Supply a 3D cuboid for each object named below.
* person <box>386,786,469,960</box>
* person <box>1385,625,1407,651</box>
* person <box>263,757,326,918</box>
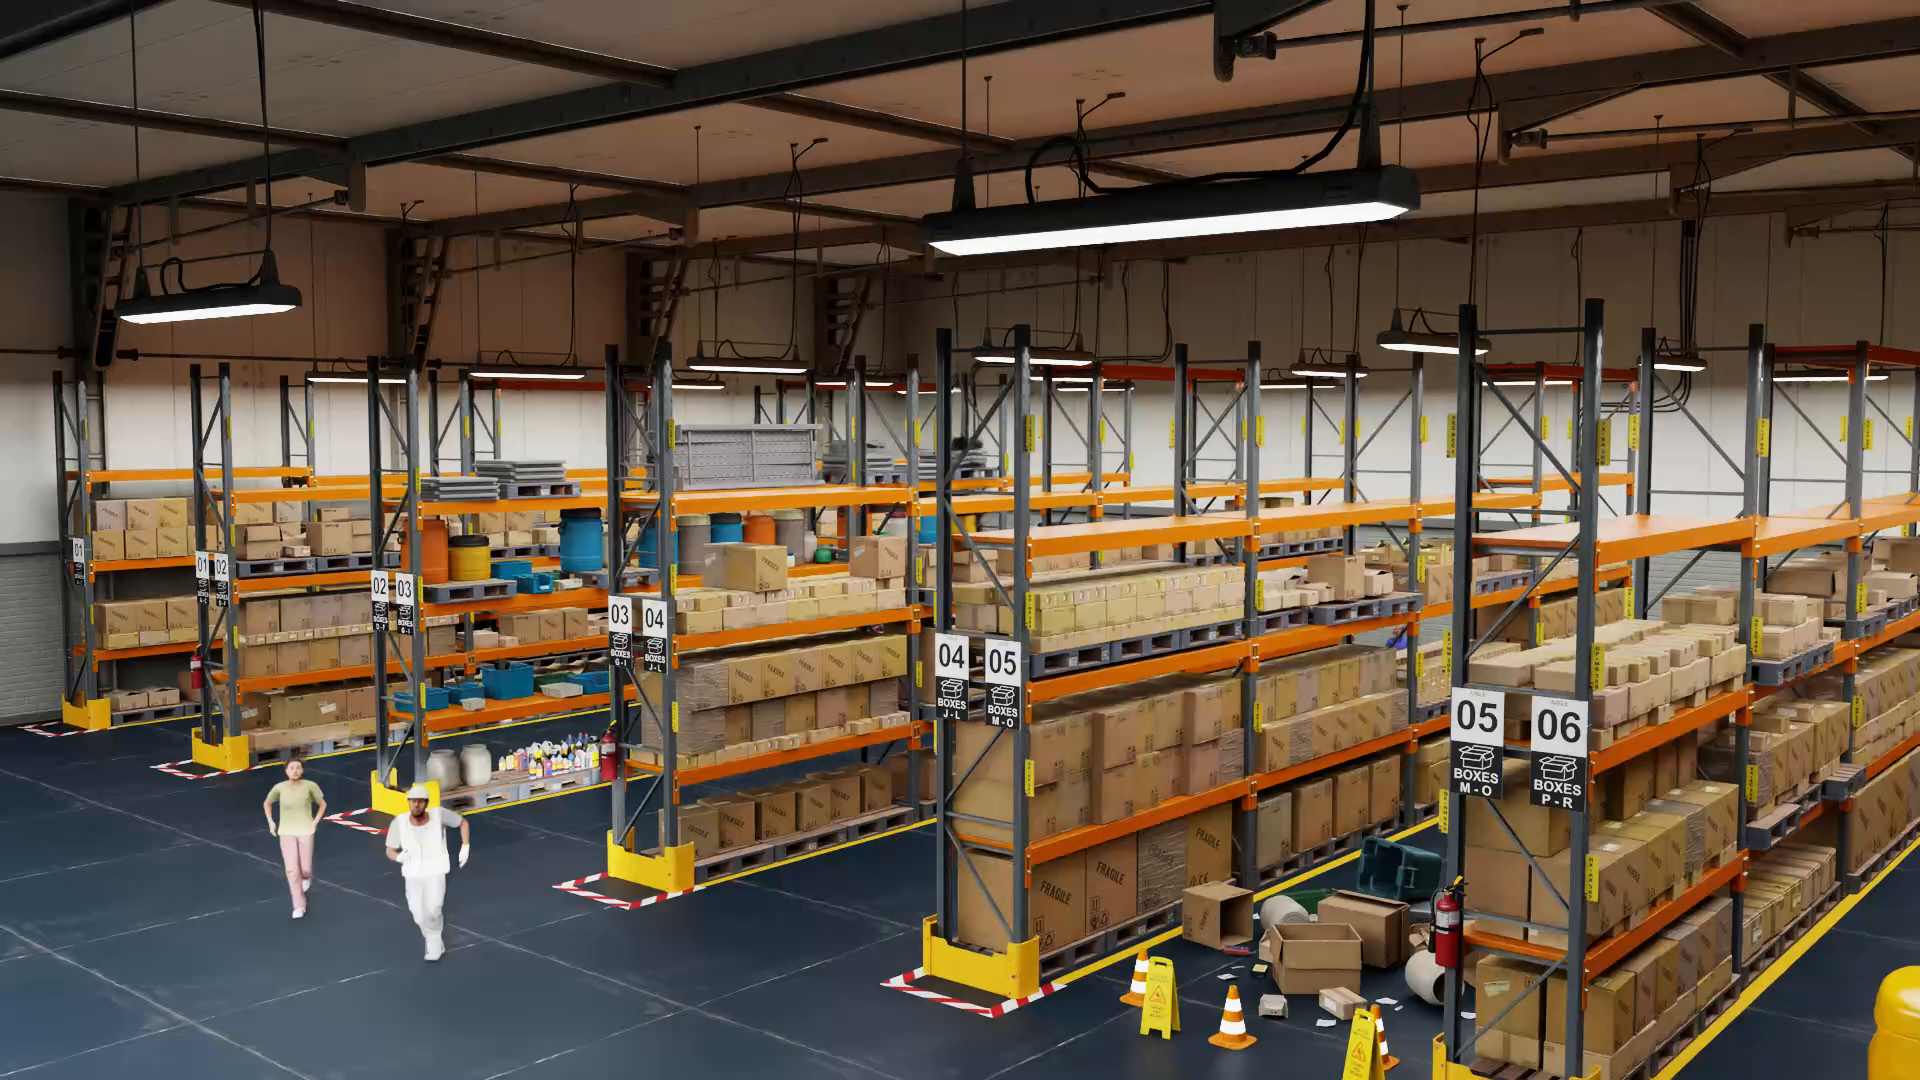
[{"bbox_3d":[-5.018,3.154,15.644,0.726,1.721,0.728,-1,4,-8],"label":"person"},{"bbox_3d":[7.722,2.275,29.165,0.604,1.597,0.613,2,5,24],"label":"person"},{"bbox_3d":[-6.994,3.089,17.505,0.615,1.636,0.845,-2,4,-21],"label":"person"}]
